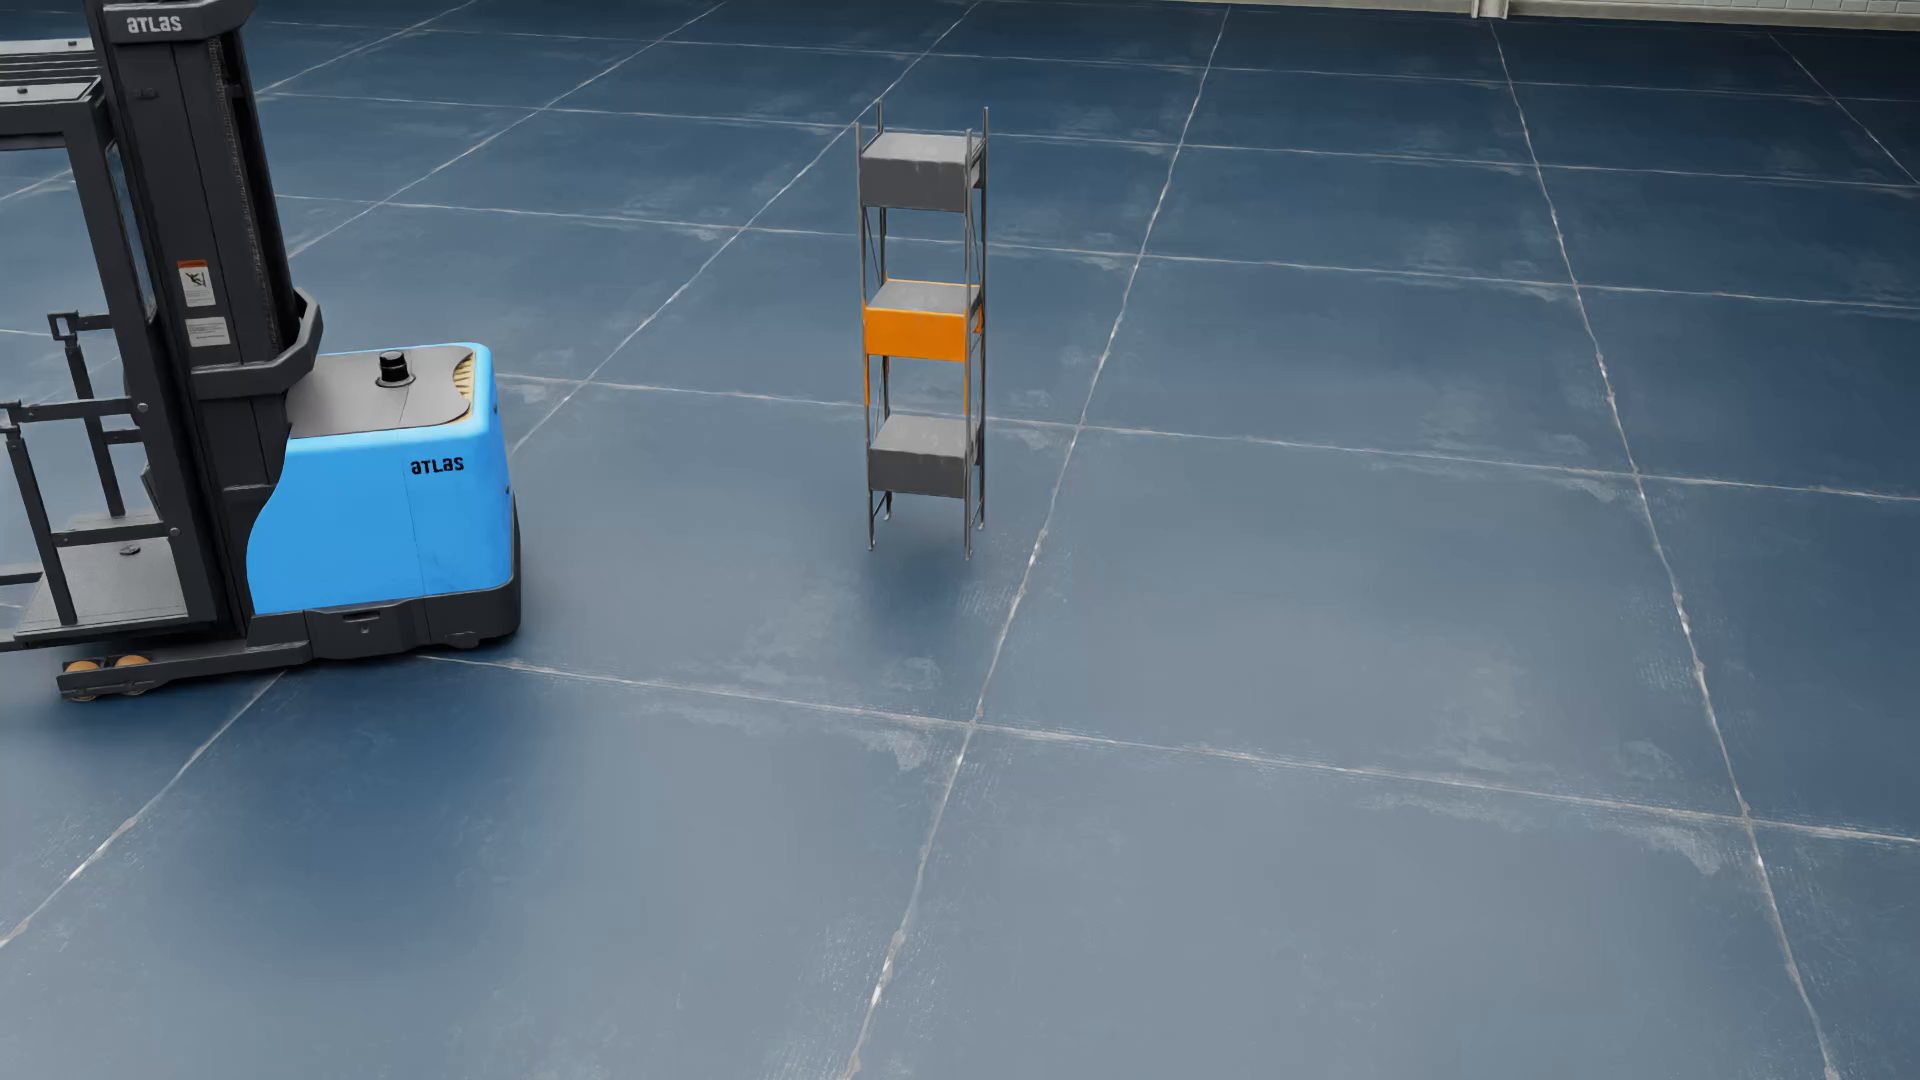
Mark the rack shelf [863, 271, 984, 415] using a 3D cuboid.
[{"bbox_3d":[-0.162,-0.926,7.783,0.480,0.518,0.431,6,29,11],"label":"rack shelf"}]

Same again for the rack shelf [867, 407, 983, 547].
[{"bbox_3d":[-0.162,-0.312,8.119,0.480,0.518,0.431,6,29,11],"label":"rack shelf"}]

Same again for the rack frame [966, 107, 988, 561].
[{"bbox_3d":[0.077,-0.913,7.731,0.015,2.100,0.400,6,29,11],"label":"rack frame"}]

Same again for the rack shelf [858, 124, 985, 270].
[{"bbox_3d":[-0.162,-1.540,7.447,0.480,0.518,0.431,6,29,11],"label":"rack shelf"}]

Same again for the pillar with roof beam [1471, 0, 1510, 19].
[{"bbox_3d":[5.285,-8.057,13.596,0.400,9.000,9.100,6,29,11],"label":"pillar with roof beam"}]

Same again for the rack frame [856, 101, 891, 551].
[{"bbox_3d":[-0.401,-0.962,7.821,0.015,2.100,0.400,6,29,11],"label":"rack frame"}]

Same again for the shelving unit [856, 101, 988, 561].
[{"bbox_3d":[-0.162,-0.938,7.776,0.503,2.100,0.431,6,29,11],"label":"shelving unit"}]

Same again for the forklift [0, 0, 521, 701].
[{"bbox_3d":[-3.533,-0.885,6.815,3.031,2.935,1.130,-6,29,-12],"label":"forklift"}]
